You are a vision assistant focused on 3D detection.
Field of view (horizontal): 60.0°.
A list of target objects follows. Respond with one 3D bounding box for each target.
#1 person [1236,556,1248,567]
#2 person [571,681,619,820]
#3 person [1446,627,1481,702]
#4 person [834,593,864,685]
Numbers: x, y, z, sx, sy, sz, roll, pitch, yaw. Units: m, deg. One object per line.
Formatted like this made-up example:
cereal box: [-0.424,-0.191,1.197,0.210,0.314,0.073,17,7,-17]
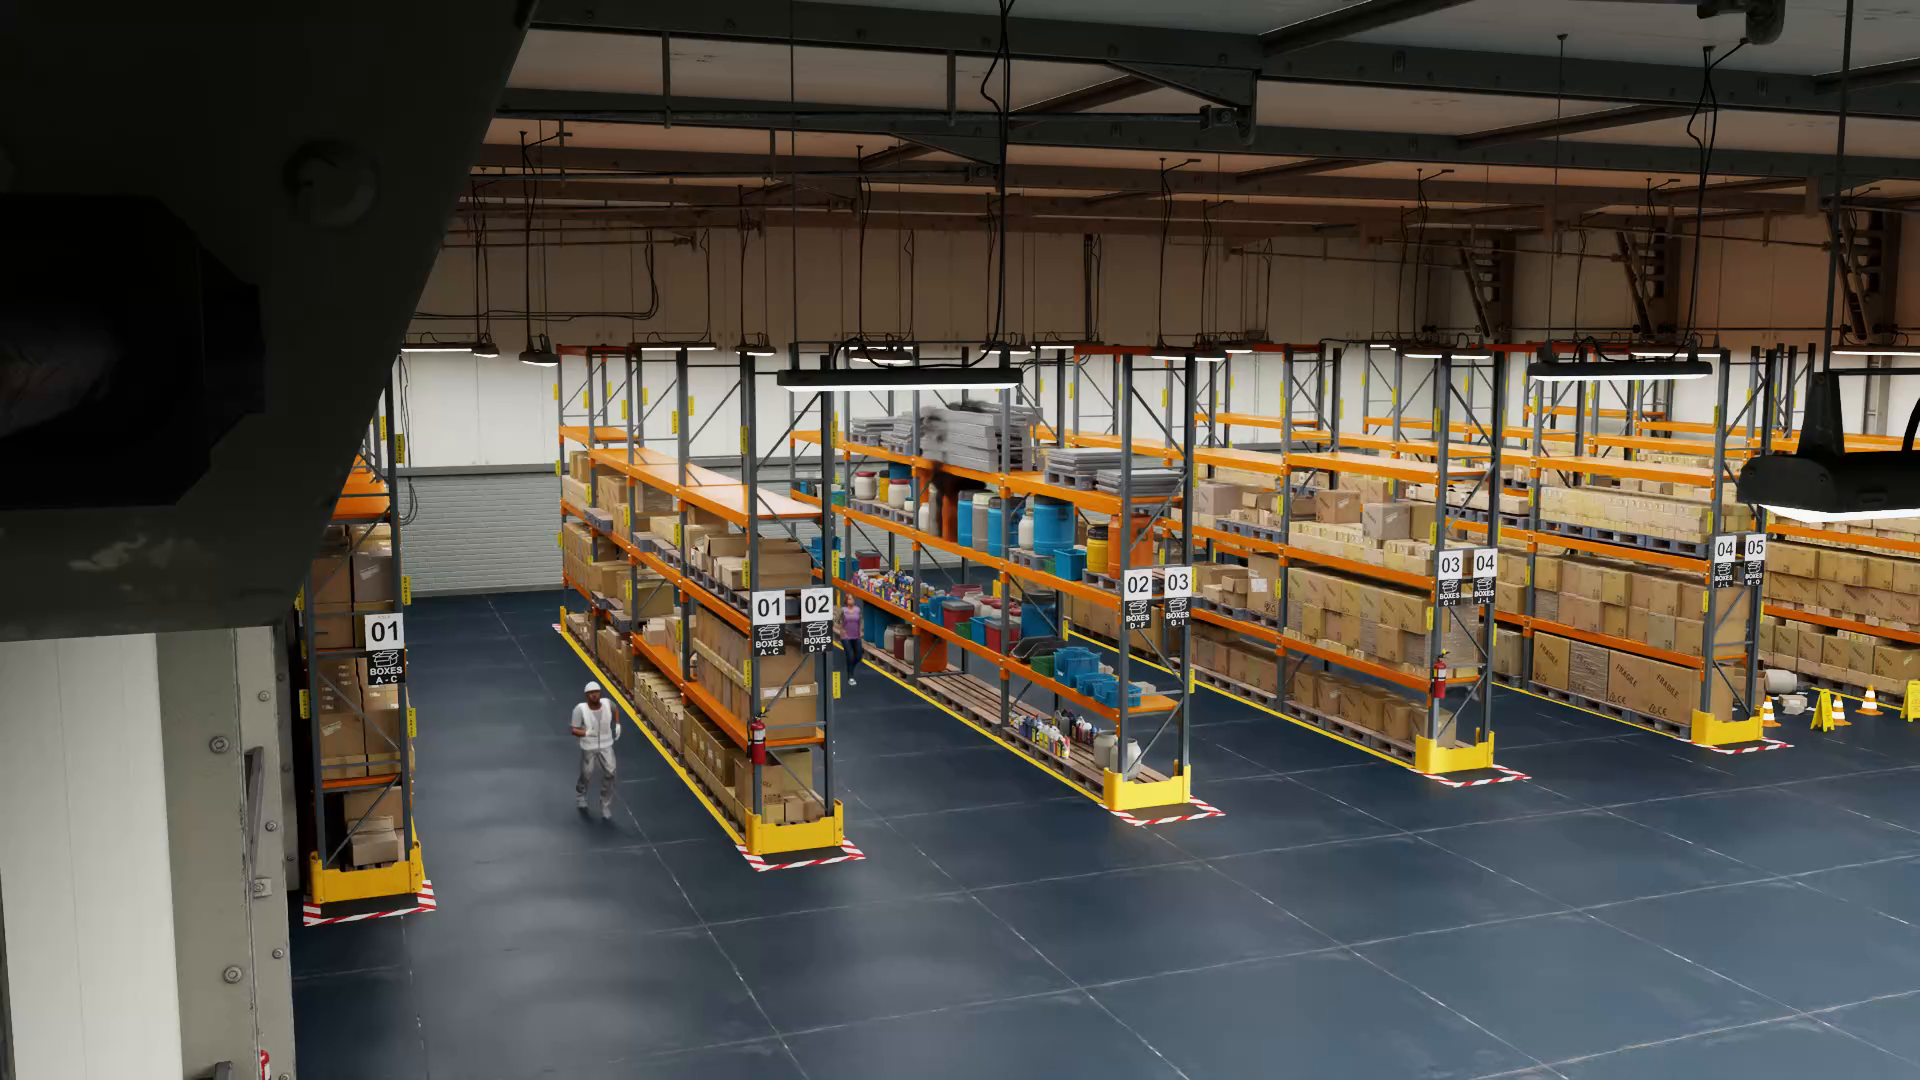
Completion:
person: [7.066,0.244,41.282,0.614,1.730,0.772,5,9,36]
person: [-4.721,2.711,21.616,0.694,1.806,0.899,-3,8,-26]
person: [8.675,1.881,28.664,0.617,1.678,0.920,-3,8,-19]
person: [-1.870,1.678,28.319,0.534,1.552,0.513,-3,8,-21]
